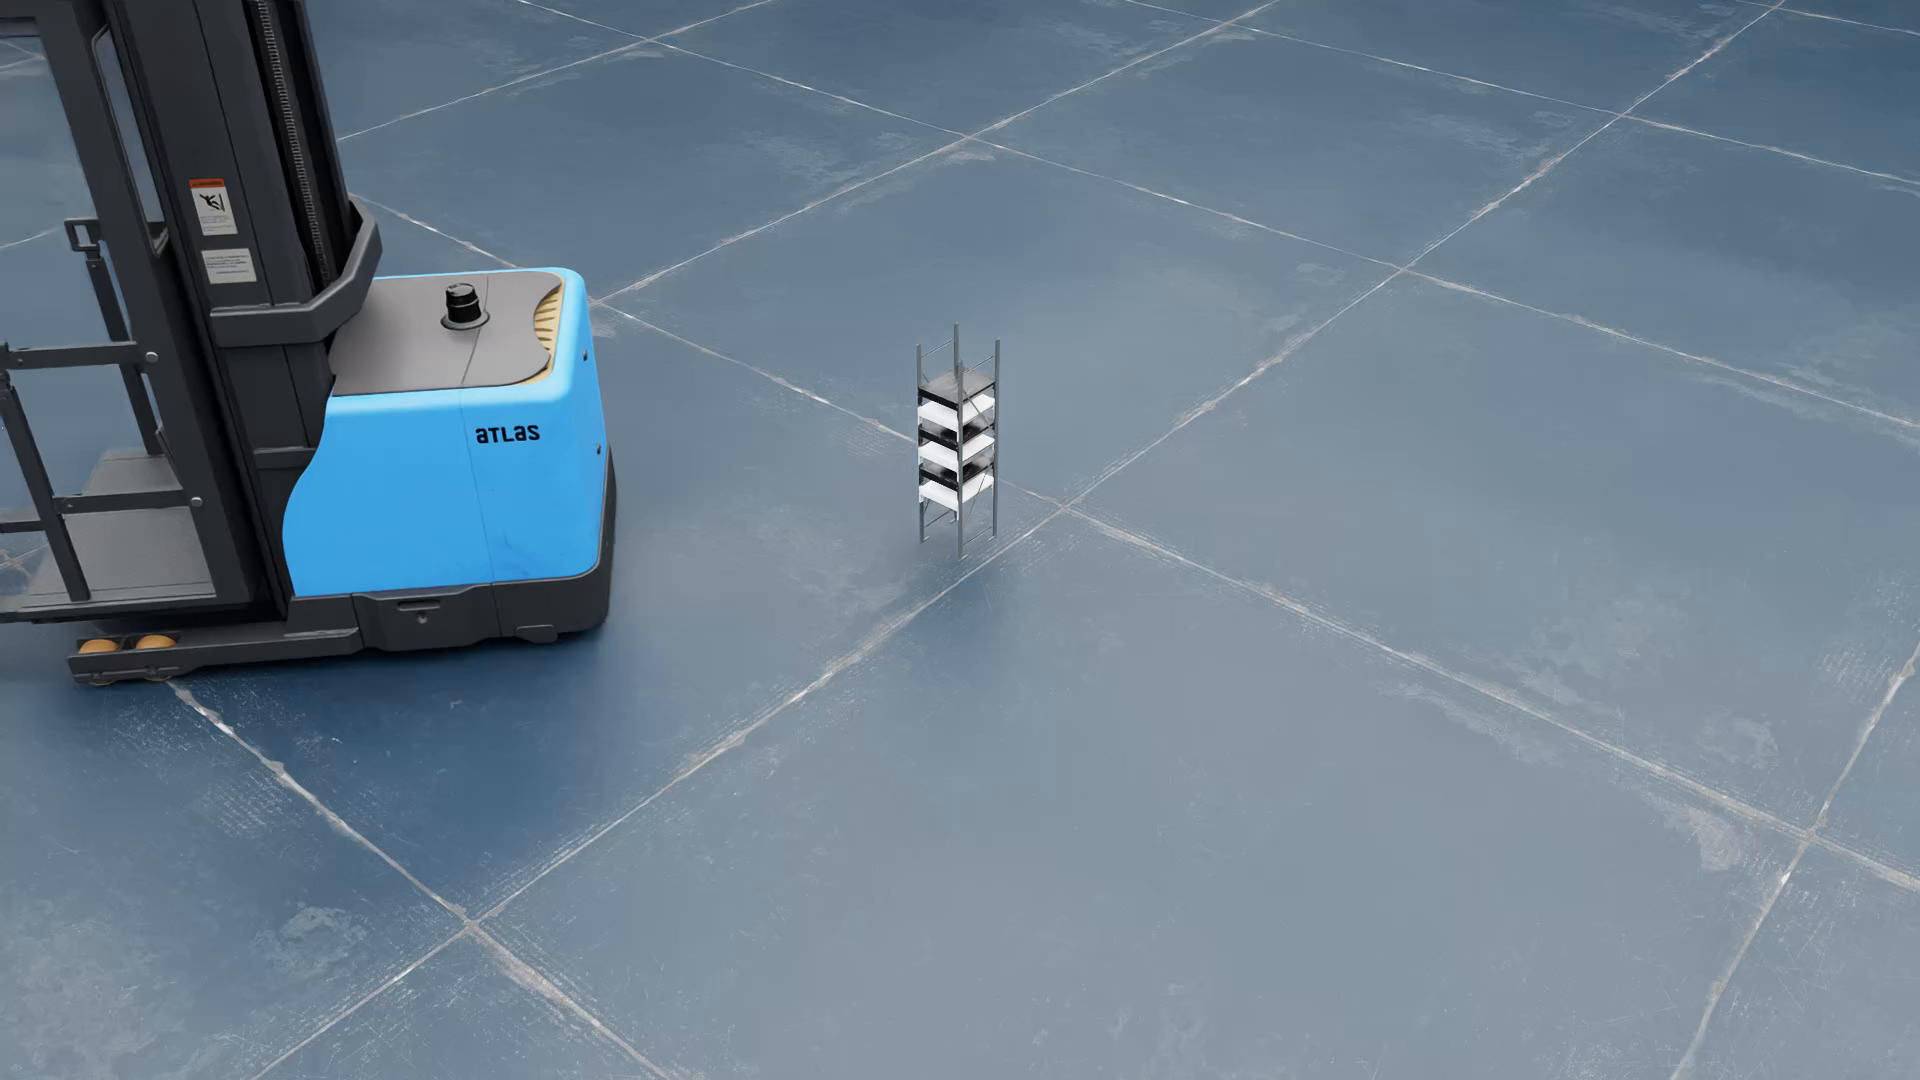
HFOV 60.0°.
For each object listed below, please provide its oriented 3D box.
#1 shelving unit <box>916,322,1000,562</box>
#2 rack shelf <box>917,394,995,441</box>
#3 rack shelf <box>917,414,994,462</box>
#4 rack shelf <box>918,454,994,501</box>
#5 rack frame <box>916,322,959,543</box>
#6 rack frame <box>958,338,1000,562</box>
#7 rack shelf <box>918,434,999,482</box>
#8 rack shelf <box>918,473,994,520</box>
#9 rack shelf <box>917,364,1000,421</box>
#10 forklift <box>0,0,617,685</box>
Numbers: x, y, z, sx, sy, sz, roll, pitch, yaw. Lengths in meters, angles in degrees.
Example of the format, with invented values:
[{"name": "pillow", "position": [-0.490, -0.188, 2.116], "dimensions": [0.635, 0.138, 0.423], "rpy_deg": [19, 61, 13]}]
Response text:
[{"name": "shelving unit", "position": [-0.006, -0.374, 6.500], "dimensions": [0.210, 0.900, 0.258], "rpy_deg": [25, 42, 32]}, {"name": "rack shelf", "position": [-0.006, -0.495, 6.417], "dimensions": [0.200, 0.077, 0.258], "rpy_deg": [25, 42, 32]}, {"name": "rack shelf", "position": [-0.006, -0.421, 6.467], "dimensions": [0.200, 0.077, 0.258], "rpy_deg": [25, 42, 32]}, {"name": "rack shelf", "position": [-0.006, -0.272, 6.569], "dimensions": [0.200, 0.077, 0.258], "rpy_deg": [25, 42, 32]}, {"name": "rack frame", "position": [-0.084, -0.411, 6.553], "dimensions": [0.006, 0.900, 0.240], "rpy_deg": [25, 42, 32]}, {"name": "rack frame", "position": [0.072, -0.337, 6.446], "dimensions": [0.006, 0.900, 0.240], "rpy_deg": [25, 42, 32]}, {"name": "rack shelf", "position": [-0.006, -0.346, 6.518], "dimensions": [0.200, 0.077, 0.258], "rpy_deg": [25, 42, 32]}, {"name": "rack shelf", "position": [-0.006, -0.198, 6.620], "dimensions": [0.200, 0.077, 0.258], "rpy_deg": [25, 42, 32]}, {"name": "rack shelf", "position": [-0.006, -0.569, 6.366], "dimensions": [0.200, 0.077, 0.258], "rpy_deg": [25, 42, 32]}, {"name": "forklift", "position": [-2.875, -1.004, 5.622], "dimensions": [3.031, 2.935, 1.130], "rpy_deg": [-4, 35, -6]}]
